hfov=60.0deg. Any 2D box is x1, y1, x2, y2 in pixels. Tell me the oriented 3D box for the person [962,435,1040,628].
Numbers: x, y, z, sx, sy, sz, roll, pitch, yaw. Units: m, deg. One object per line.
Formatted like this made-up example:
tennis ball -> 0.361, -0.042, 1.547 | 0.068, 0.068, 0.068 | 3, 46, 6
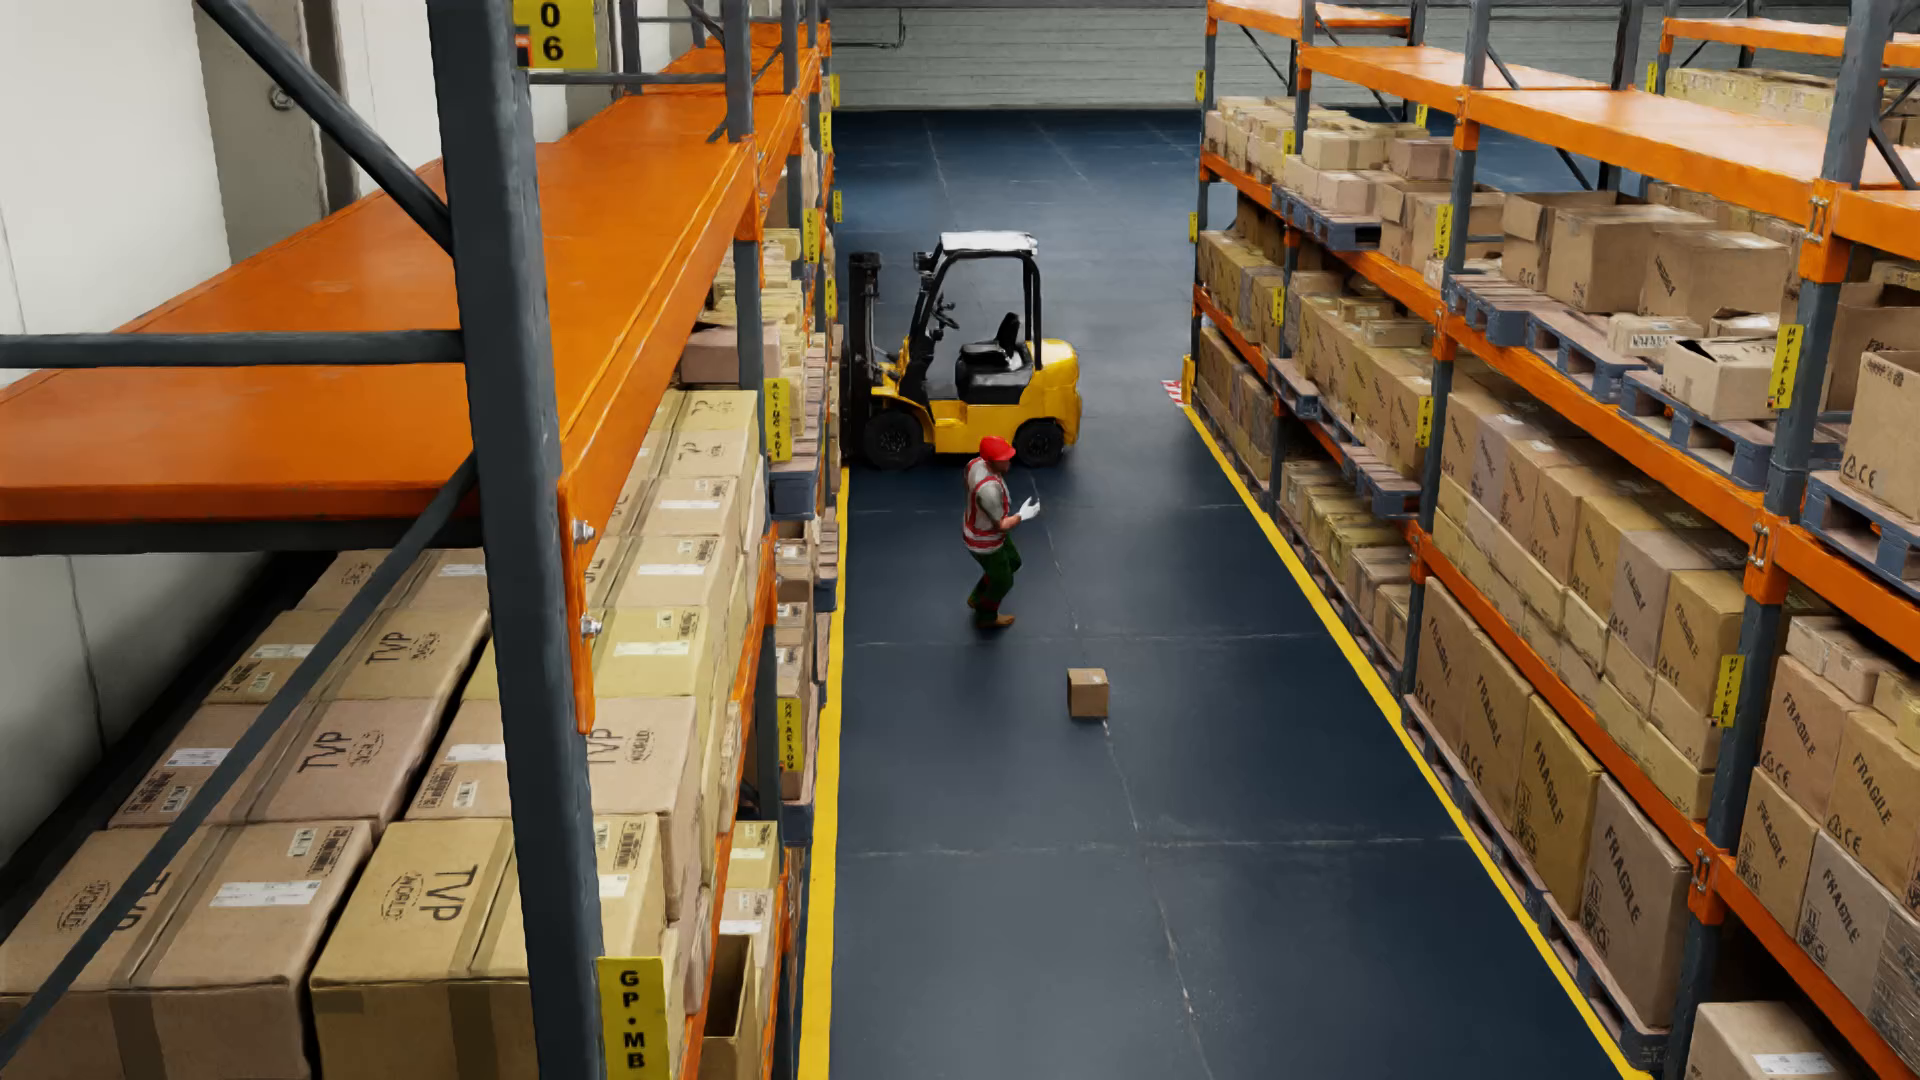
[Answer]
person -> 0.294, -0.059, 12.251 | 0.565, 1.662, 0.922 | -2, 20, -5
